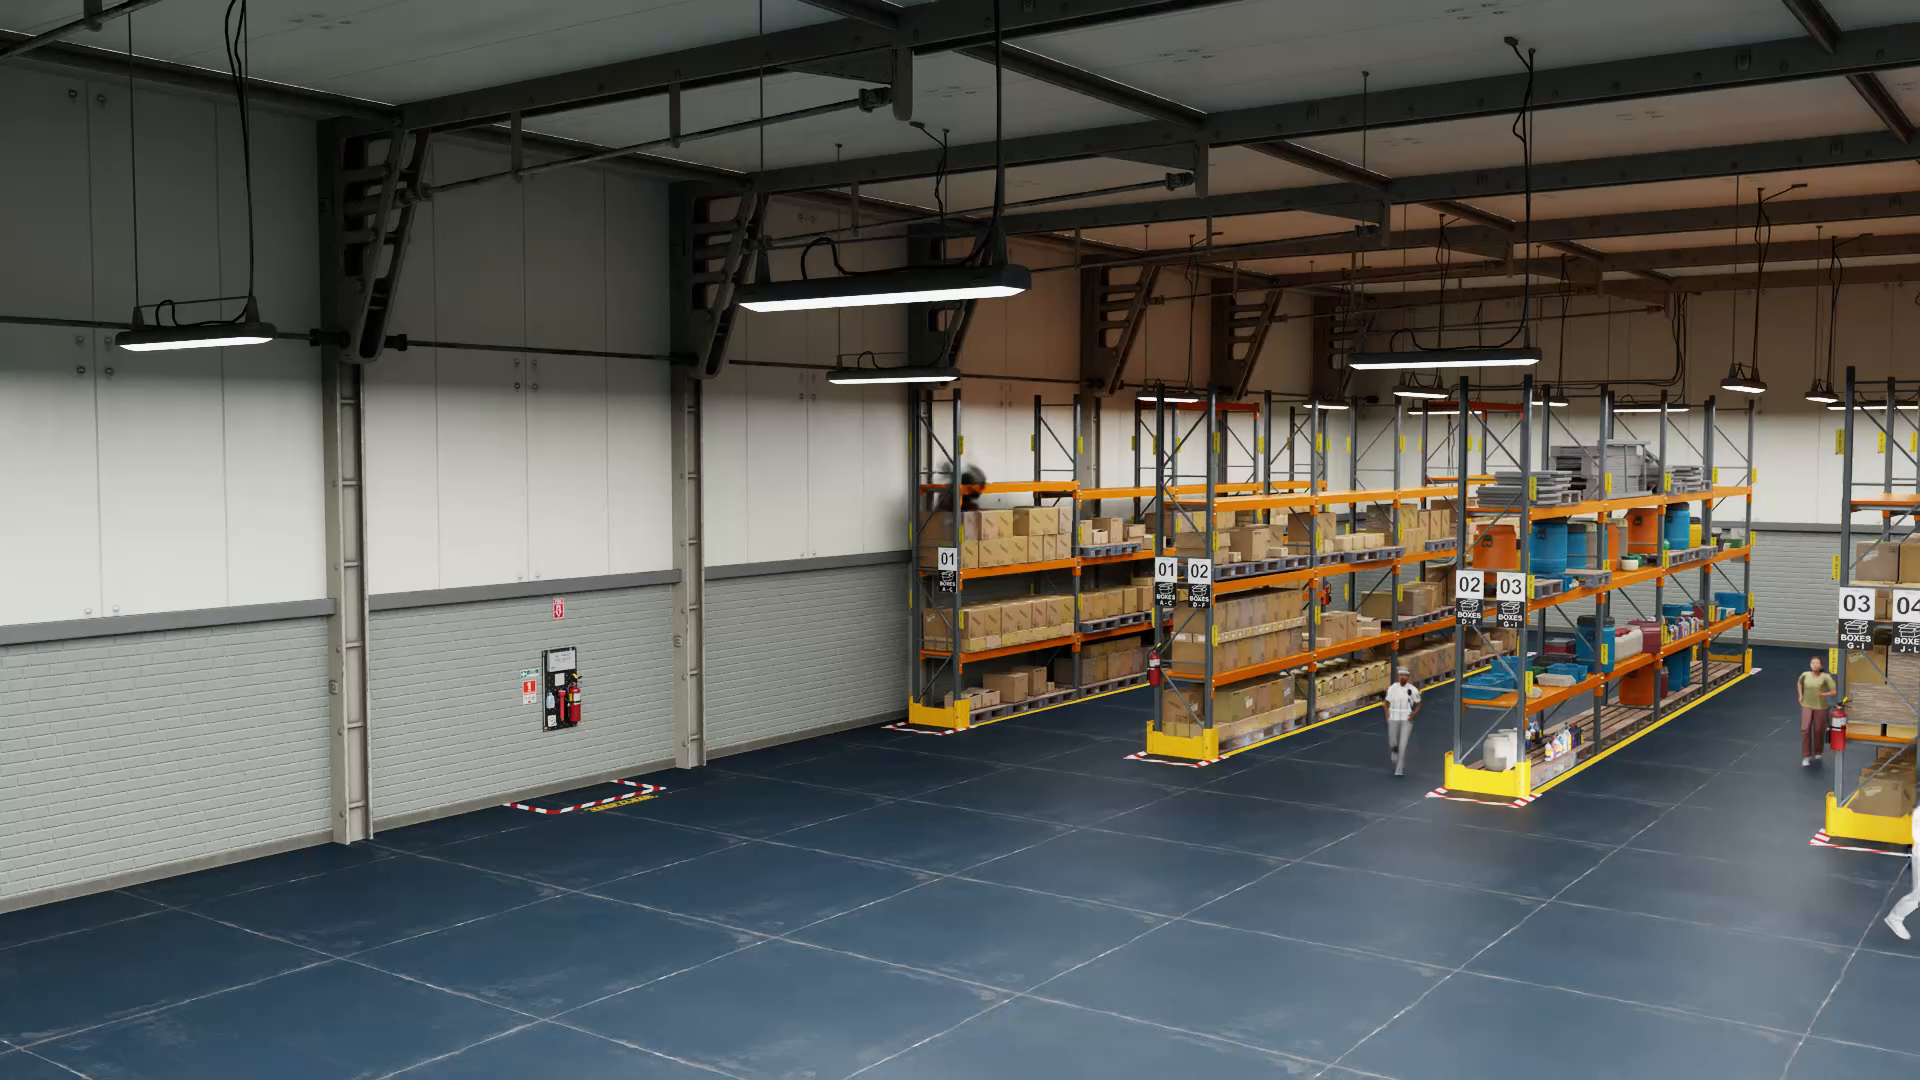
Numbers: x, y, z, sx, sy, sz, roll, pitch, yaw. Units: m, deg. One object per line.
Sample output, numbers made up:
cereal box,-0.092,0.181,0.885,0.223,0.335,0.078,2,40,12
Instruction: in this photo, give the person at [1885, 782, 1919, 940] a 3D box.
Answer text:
person,9.618,3.188,16.457,0.605,1.703,0.852,-2,4,-26

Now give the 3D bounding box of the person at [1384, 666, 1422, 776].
person,6.744,2.735,25.353,0.568,1.652,0.616,1,3,20

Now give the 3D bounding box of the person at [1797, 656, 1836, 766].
person,13.450,2.678,26.151,0.581,1.713,0.726,2,4,36
